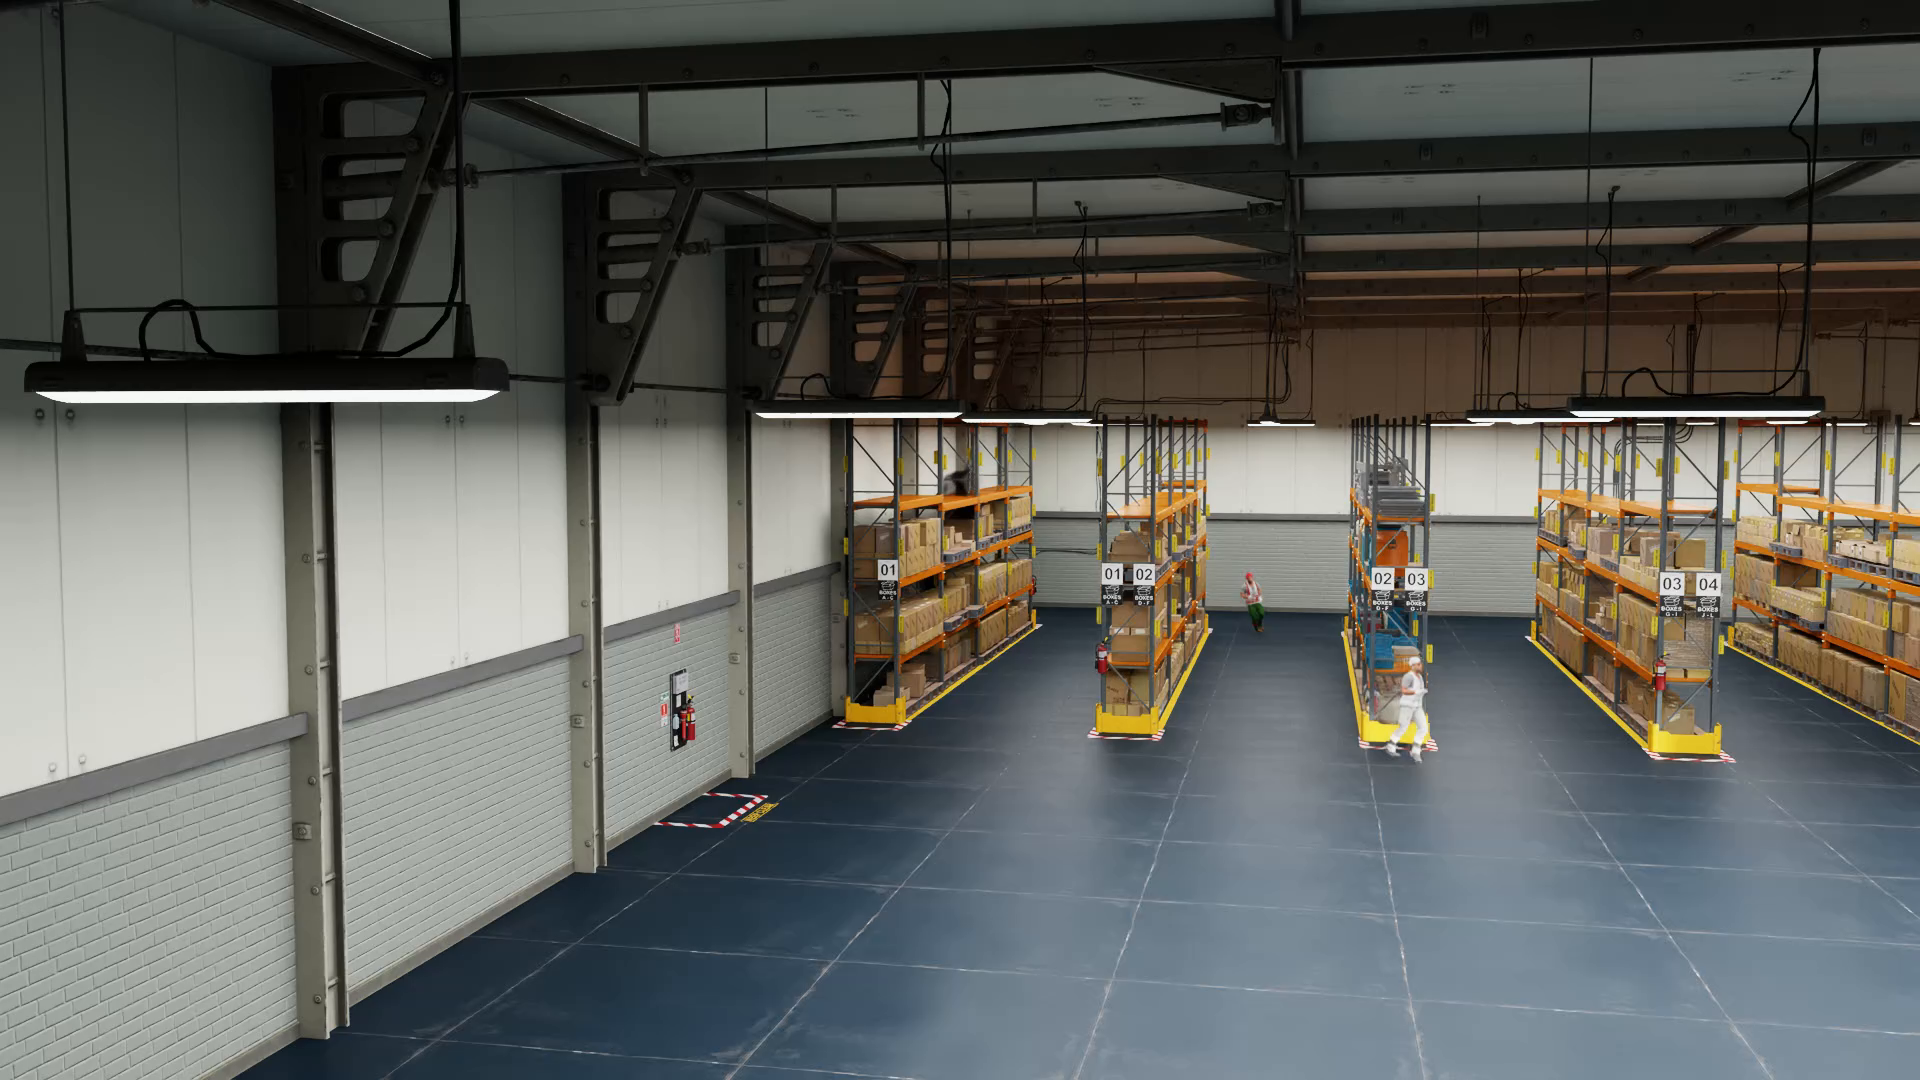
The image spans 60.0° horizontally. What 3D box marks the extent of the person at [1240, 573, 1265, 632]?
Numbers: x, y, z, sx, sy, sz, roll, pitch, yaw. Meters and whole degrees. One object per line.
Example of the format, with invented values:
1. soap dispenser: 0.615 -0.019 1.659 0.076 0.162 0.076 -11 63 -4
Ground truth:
1. person: 8.219 1.763 46.585 0.739 1.693 0.574 -1 4 -12

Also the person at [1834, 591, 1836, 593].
1. person: 22.458 2.070 42.652 0.541 1.573 0.864 0 4 -4

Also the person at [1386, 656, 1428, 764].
1. person: 7.796 2.928 28.727 0.652 1.842 0.756 -3 5 -40
